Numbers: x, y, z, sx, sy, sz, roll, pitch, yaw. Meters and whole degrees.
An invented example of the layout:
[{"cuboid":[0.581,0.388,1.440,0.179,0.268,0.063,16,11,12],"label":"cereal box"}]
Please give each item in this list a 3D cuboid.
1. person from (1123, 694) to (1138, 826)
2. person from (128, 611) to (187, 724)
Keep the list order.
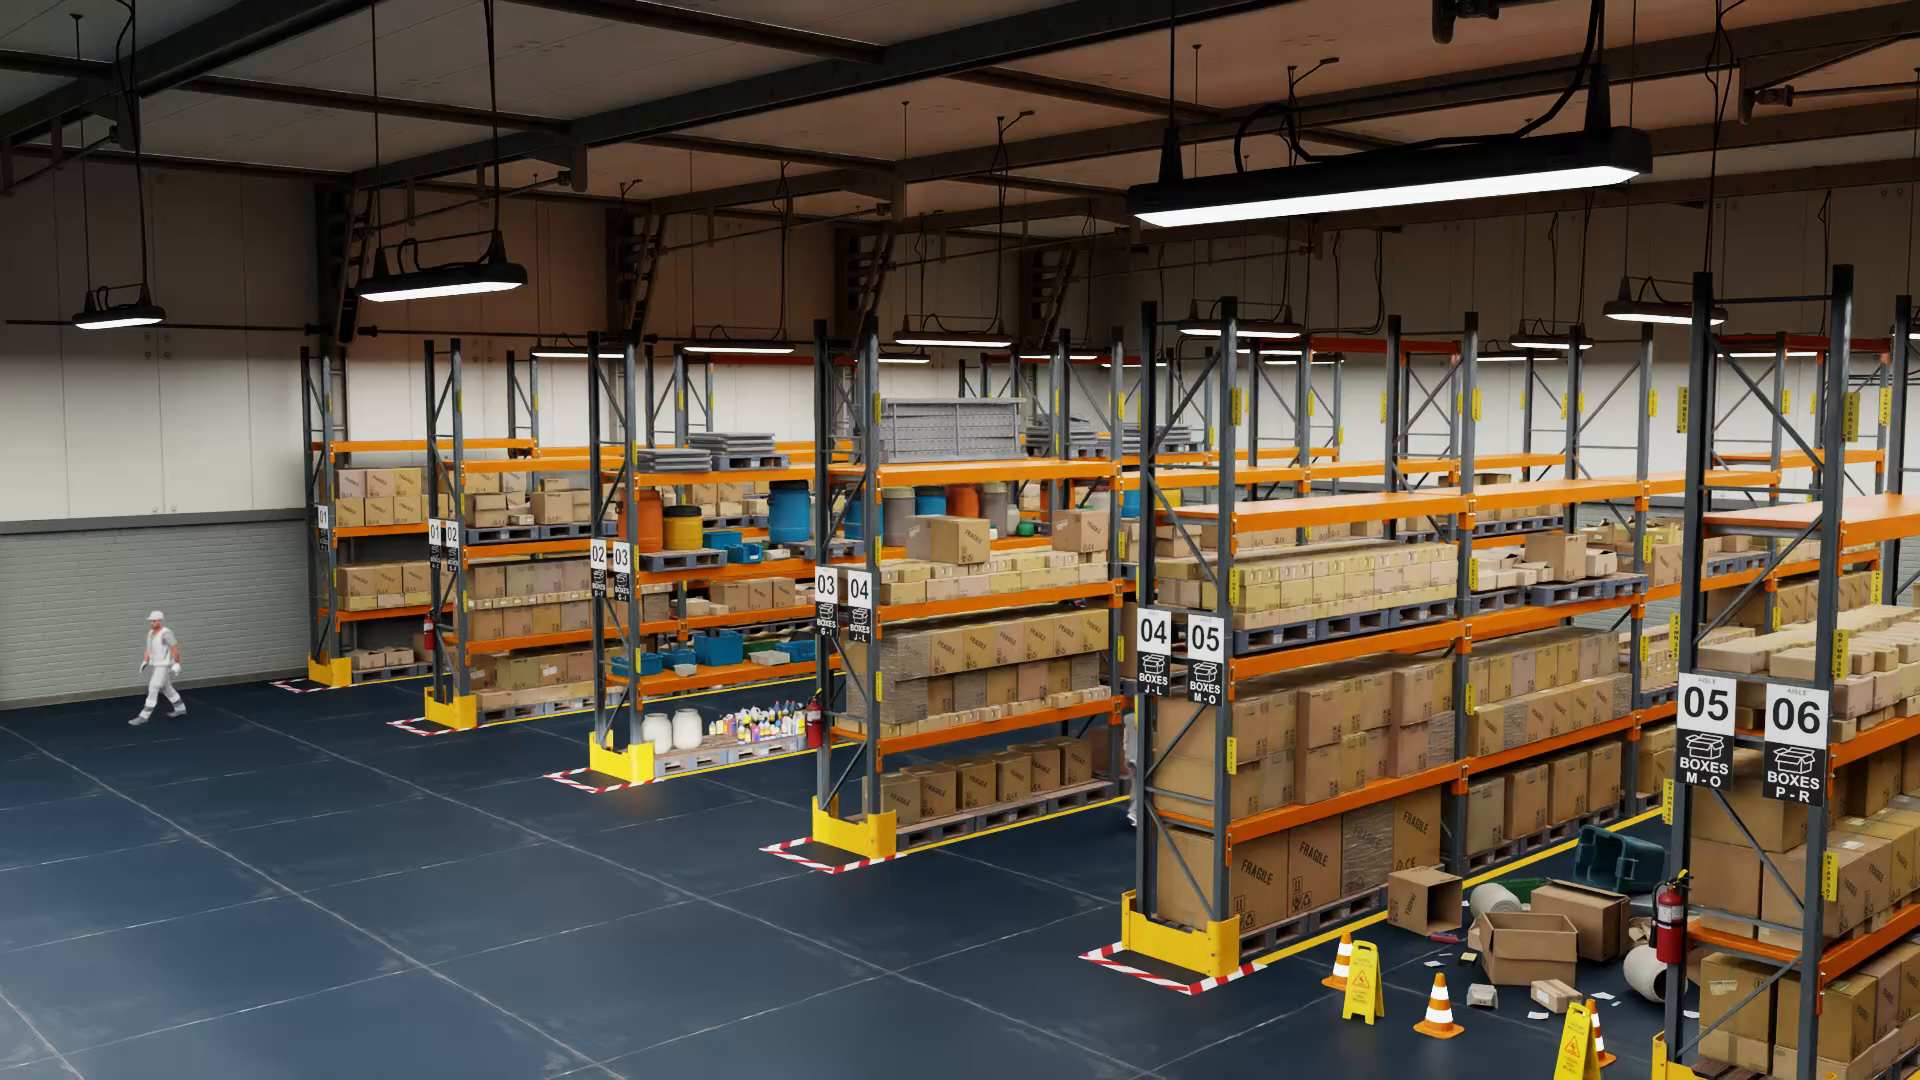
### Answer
[{"cuboid":[2.115,2.639,19.815,0.440,1.582,0.461,-4,6,-38],"label":"person"},{"cuboid":[-12.668,1.981,26.196,0.522,1.735,0.962,3,6,34],"label":"person"}]
